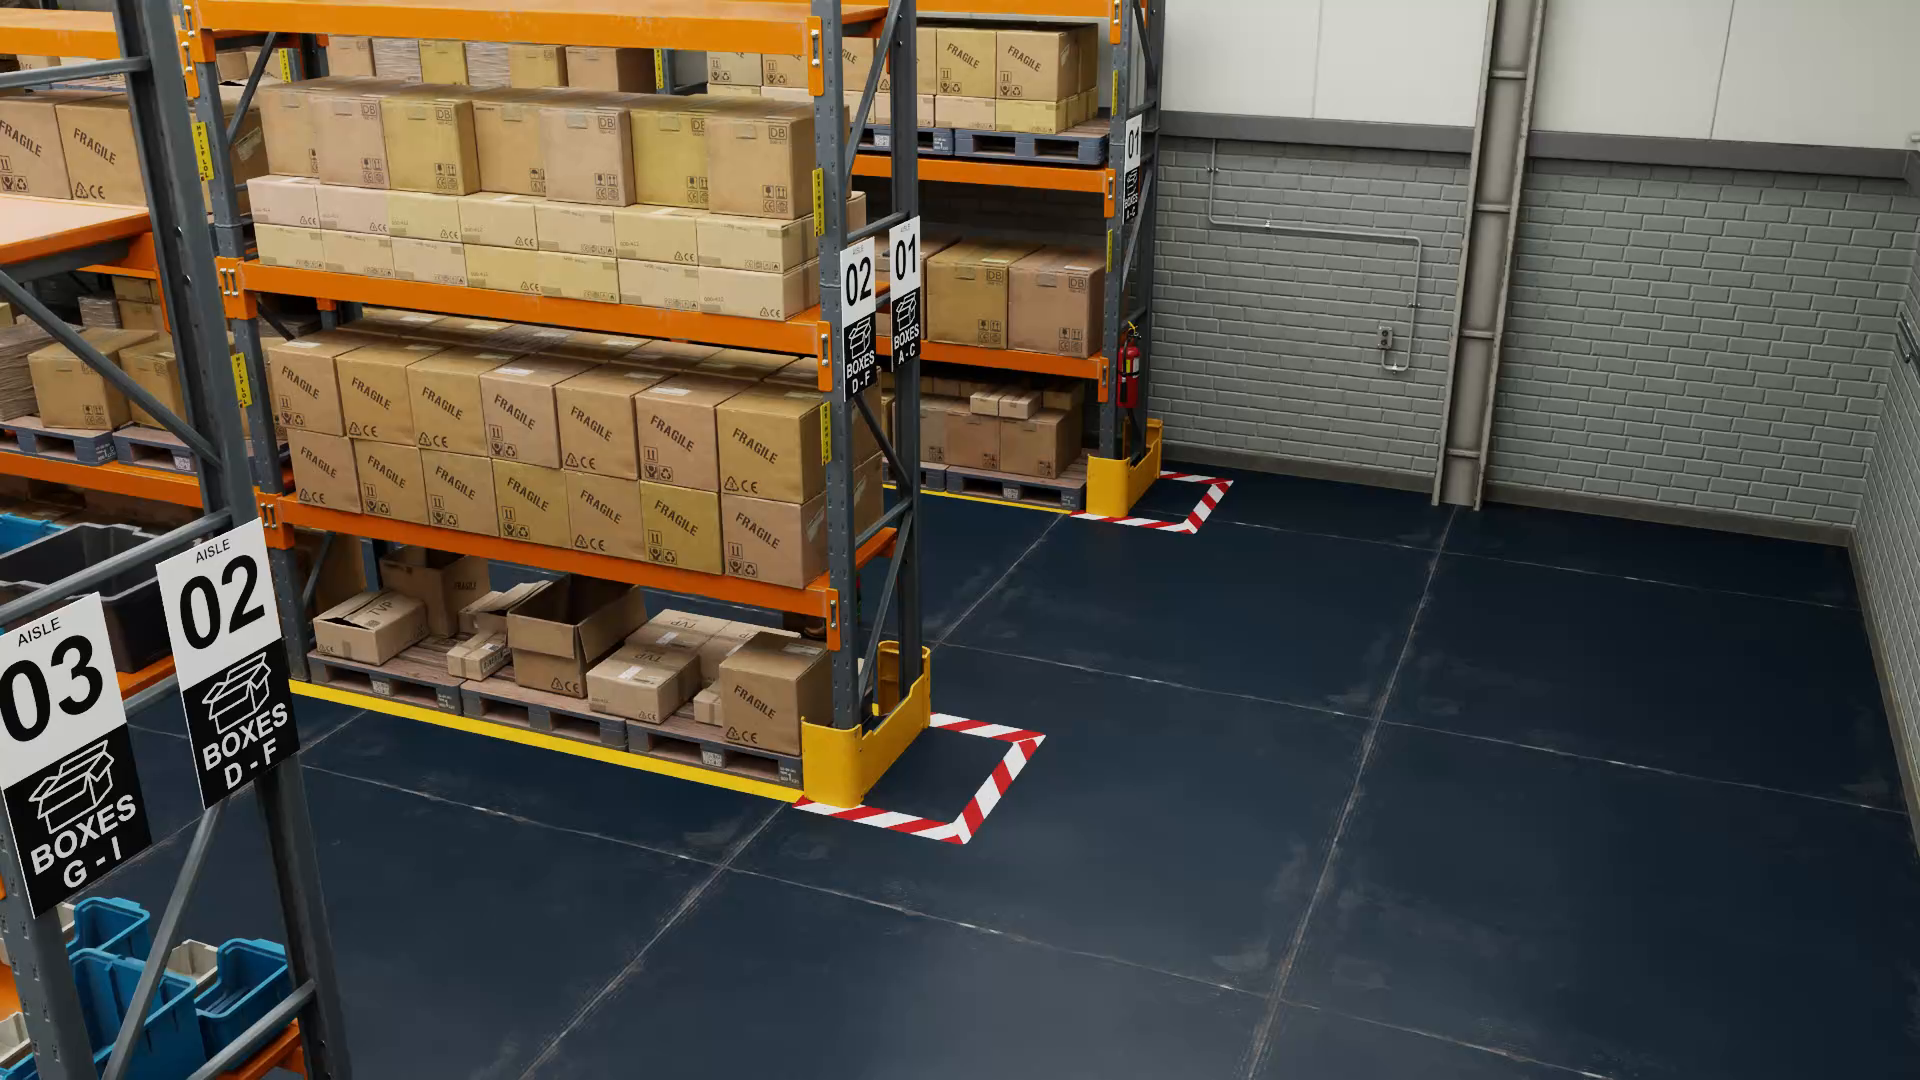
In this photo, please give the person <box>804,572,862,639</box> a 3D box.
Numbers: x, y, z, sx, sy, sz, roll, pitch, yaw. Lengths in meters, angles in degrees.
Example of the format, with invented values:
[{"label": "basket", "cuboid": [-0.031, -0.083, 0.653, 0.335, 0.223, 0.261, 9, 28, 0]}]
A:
[{"label": "person", "cuboid": [-0.876, -0.188, 11.379, 0.452, 1.778, 0.607, 9, 24, 20]}]
